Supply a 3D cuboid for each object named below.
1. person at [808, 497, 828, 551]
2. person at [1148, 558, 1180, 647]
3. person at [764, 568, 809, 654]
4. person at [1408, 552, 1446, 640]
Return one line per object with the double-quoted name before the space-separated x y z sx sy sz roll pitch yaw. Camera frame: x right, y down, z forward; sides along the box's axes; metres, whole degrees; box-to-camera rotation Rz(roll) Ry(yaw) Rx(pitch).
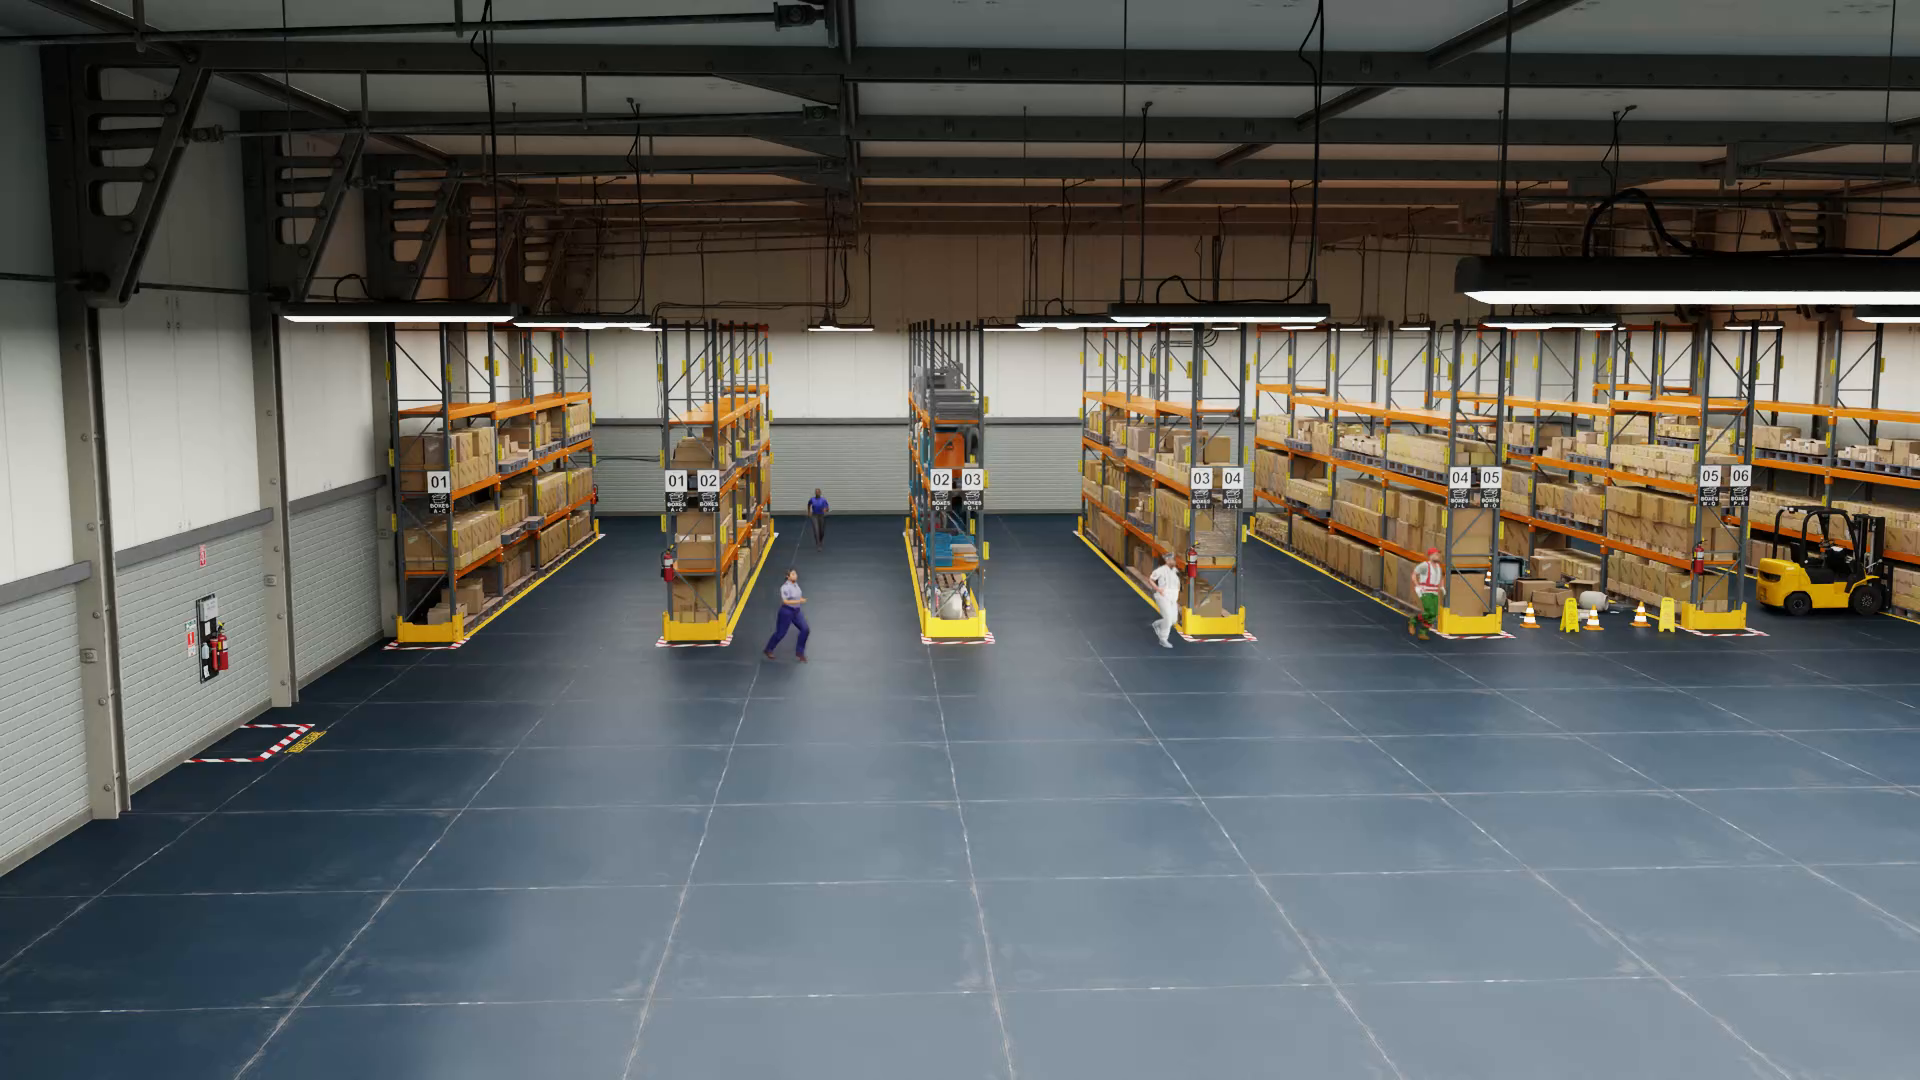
"person" -3.771 -0.465 44.256 0.538 1.432 0.865 -1 7 -8
"person" 3.845 1.106 30.935 0.694 1.686 0.794 -6 9 -39
"person" -2.990 1.247 29.108 0.845 1.504 0.609 4 8 28
"person" 8.869 1.007 31.321 0.698 1.629 0.508 -5 8 -33
